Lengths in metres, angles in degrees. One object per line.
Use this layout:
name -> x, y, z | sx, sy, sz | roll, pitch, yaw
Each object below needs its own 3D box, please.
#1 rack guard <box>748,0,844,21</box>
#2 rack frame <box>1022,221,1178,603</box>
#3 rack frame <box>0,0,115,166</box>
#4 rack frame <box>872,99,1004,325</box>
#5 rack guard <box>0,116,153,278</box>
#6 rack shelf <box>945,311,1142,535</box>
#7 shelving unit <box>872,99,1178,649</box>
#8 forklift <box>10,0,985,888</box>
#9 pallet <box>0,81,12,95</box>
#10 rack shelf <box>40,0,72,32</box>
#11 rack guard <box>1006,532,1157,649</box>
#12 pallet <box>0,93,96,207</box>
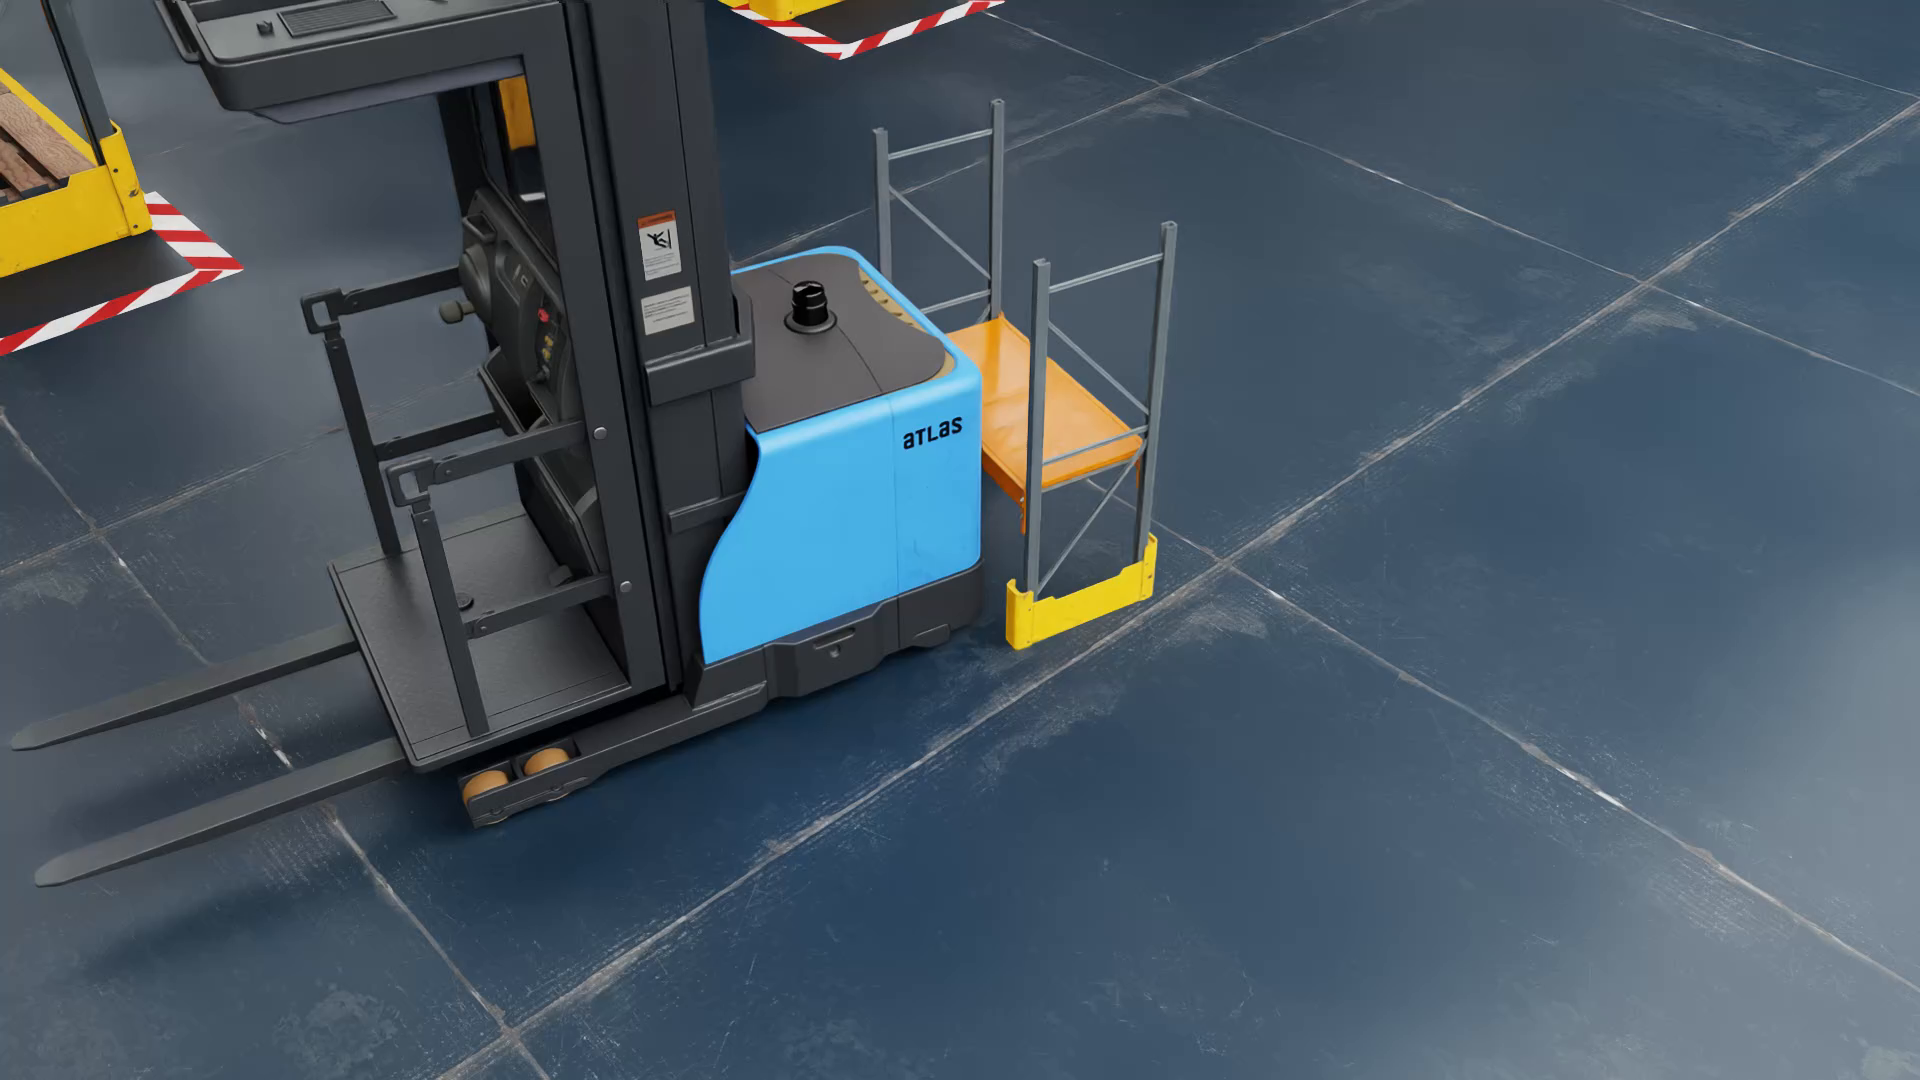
rack guard -> -0.795, -3.680, 10.409 | 1.175, 0.500, 0.348 | -30, 48, -32
rack frame -> 0.437, -0.303, 5.432 | 0.500, 1.500, 0.032 | -20, 43, -23
rack frame -> -4.391, -2.513, 6.974 | 1.000, 3.000, 0.127 | -30, 48, -32
rack frame -> -0.070, -0.857, 6.117 | 0.500, 1.500, 0.032 | -20, 43, -23
rack guard -> -4.477, -1.556, 7.778 | 1.175, 0.500, 0.348 | -30, 48, -32
rack shelf -> 0.183, -0.440, 5.888 | 0.538, 0.185, 1.000 | -20, 43, -23
shelving unit -> 0.179, -0.585, 5.781 | 0.587, 1.500, 1.083 | -20, 43, -23
forklift -> -1.452, -0.641, 4.711 | 3.031, 2.935, 1.130 | -20, 43, -23
pallet -> -5.844, -2.386, 9.036 | 1.003, 0.211, 1.213 | -30, 48, -32
rack shelf -> -5.744, -3.159, 8.346 | 1.077, 0.370, 4.000 | -30, 48, -32
rack guard -> 0.427, 0.172, 5.838 | 0.587, 0.250, 0.087 | -20, 43, -23
pallet -> -5.023, -1.822, 8.337 | 1.003, 0.211, 1.213 | -30, 48, -32
